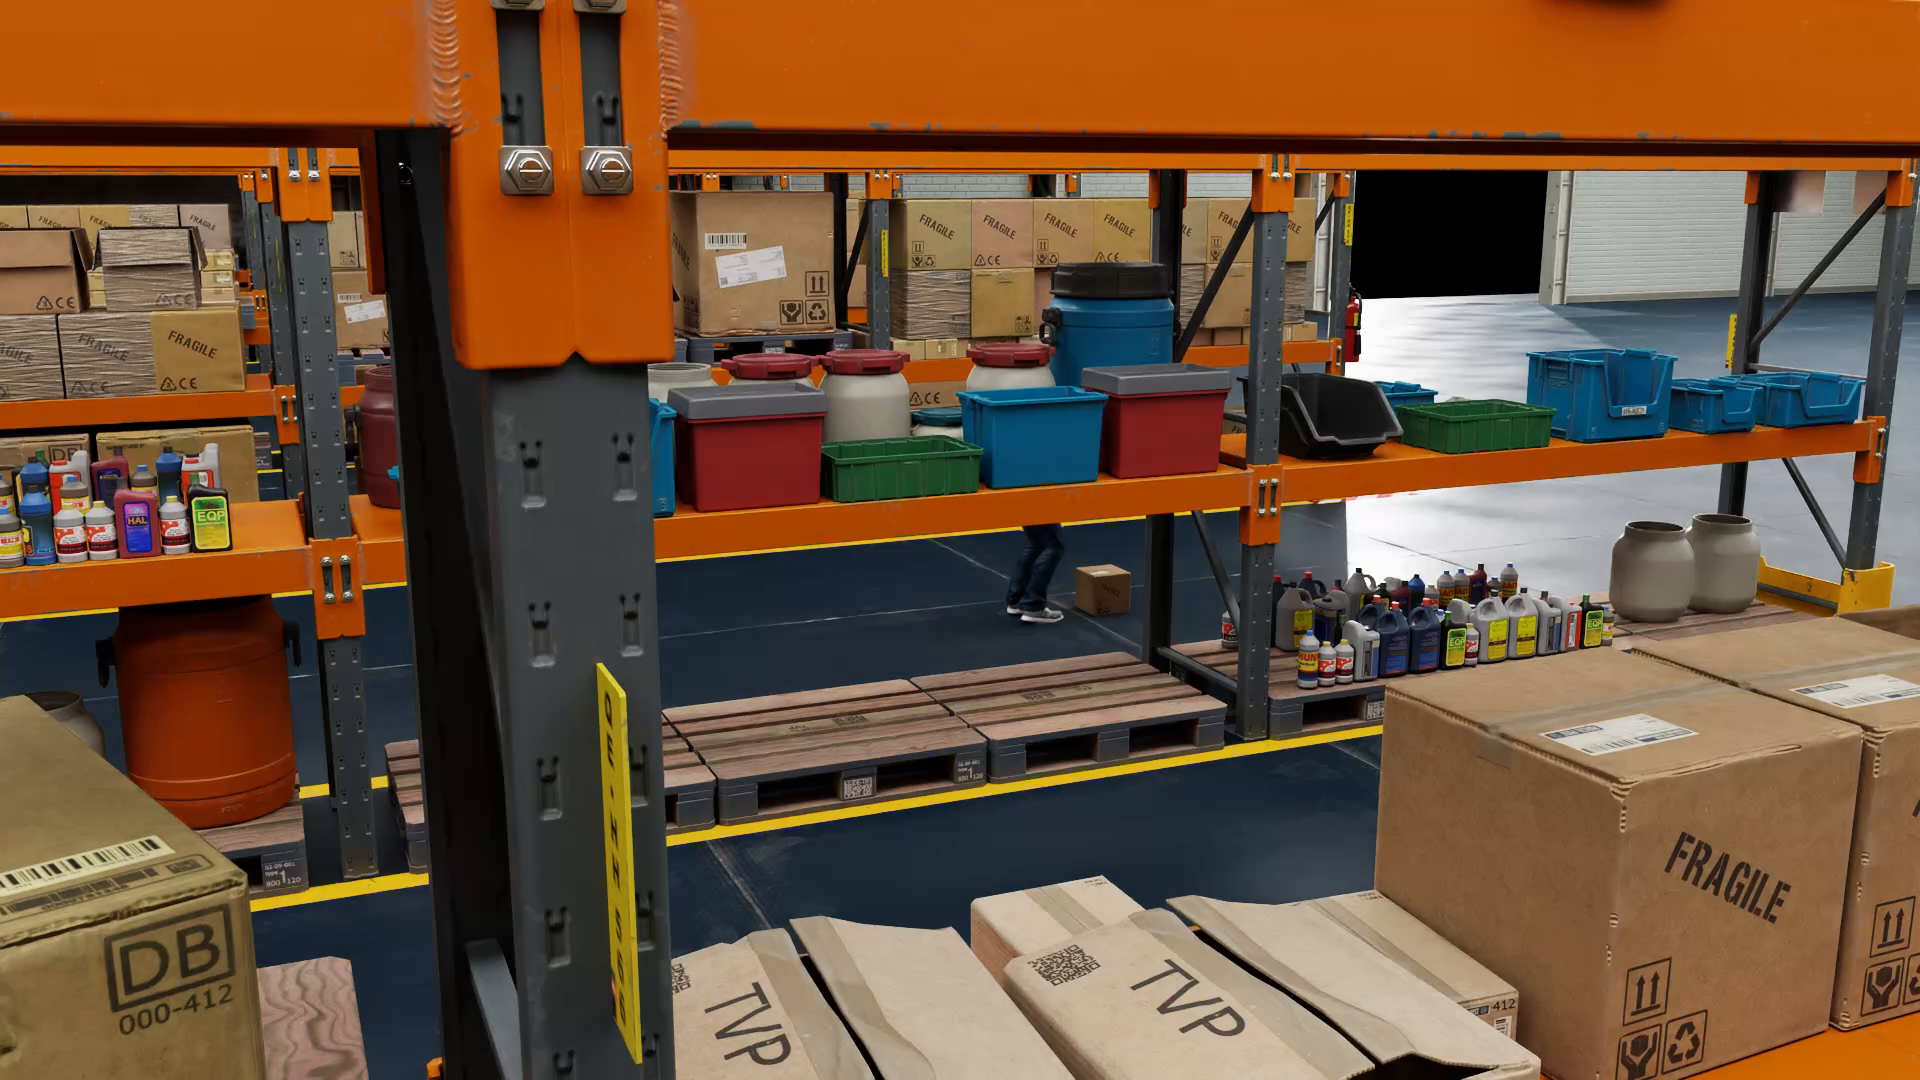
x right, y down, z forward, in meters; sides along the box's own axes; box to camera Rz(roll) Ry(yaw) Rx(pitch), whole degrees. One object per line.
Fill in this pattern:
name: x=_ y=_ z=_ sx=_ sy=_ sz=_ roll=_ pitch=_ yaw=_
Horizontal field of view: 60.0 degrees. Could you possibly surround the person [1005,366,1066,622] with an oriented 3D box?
person: x=0.441 y=-0.262 z=9.956 sx=0.436 sy=1.496 sz=0.437 roll=-5 pitch=13 yaw=-22
